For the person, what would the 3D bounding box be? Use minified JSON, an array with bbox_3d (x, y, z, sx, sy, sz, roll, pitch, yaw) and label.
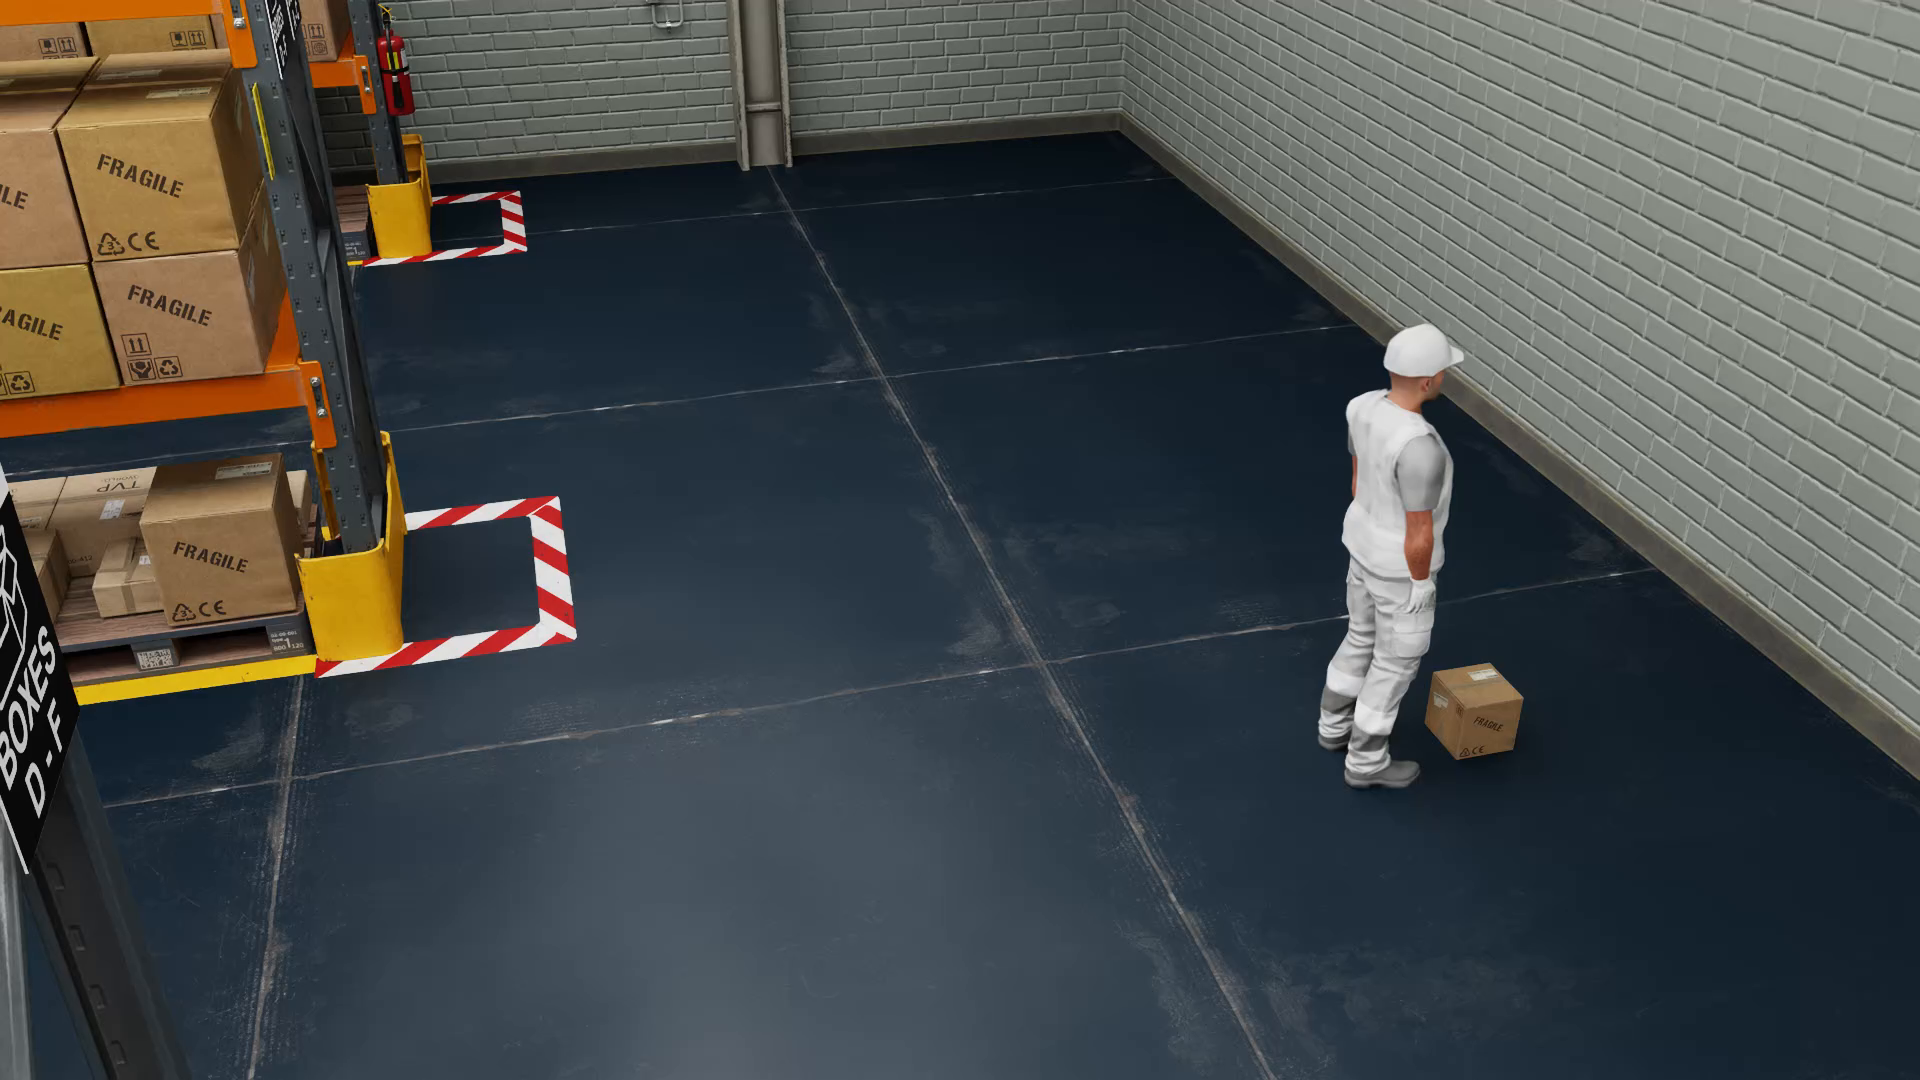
[{"bbox_3d":[1.553,0.063,6.005,0.338,1.789,0.526,-7,31,-12],"label":"person"}]
